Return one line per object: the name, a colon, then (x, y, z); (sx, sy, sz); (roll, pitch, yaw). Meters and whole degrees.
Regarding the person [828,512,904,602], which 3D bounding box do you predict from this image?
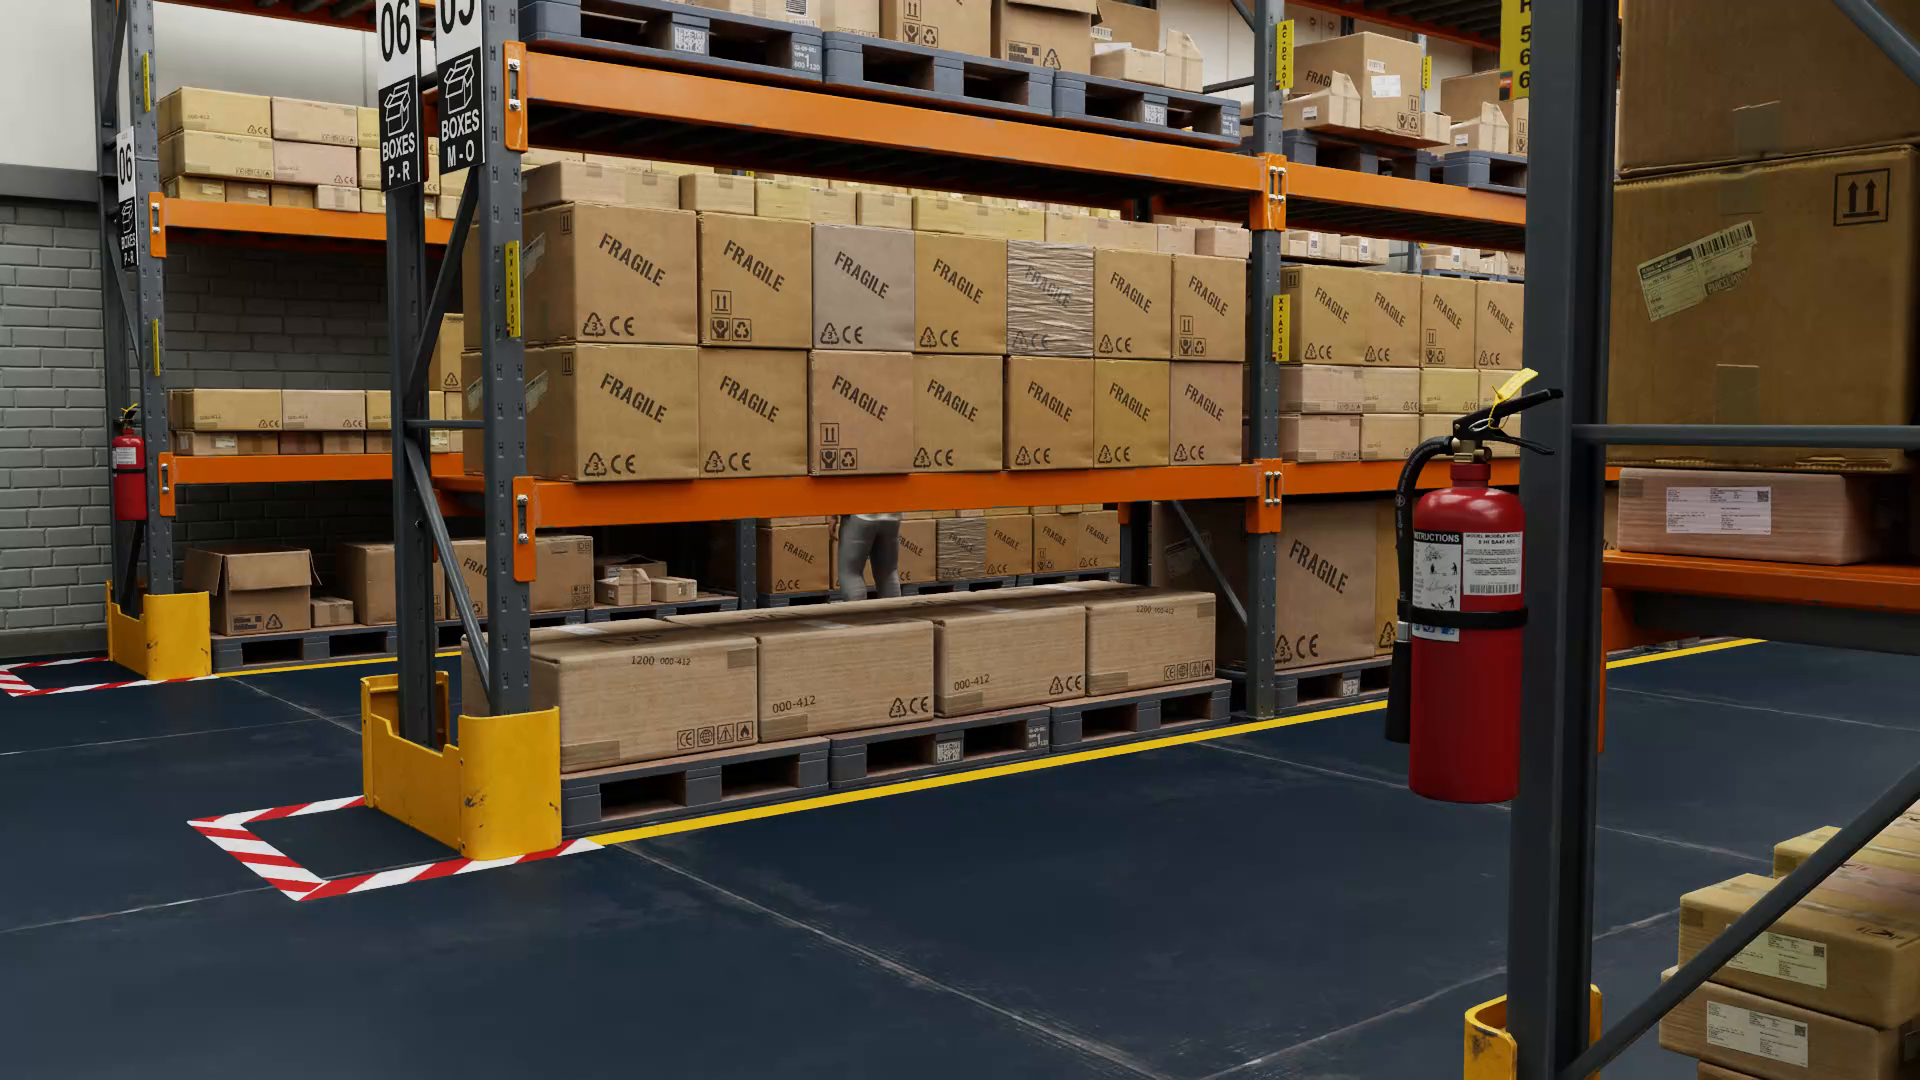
person: (-0.604, -0.155, 11.033); (0.588, 1.745, 0.434); (-3, 5, -39)
